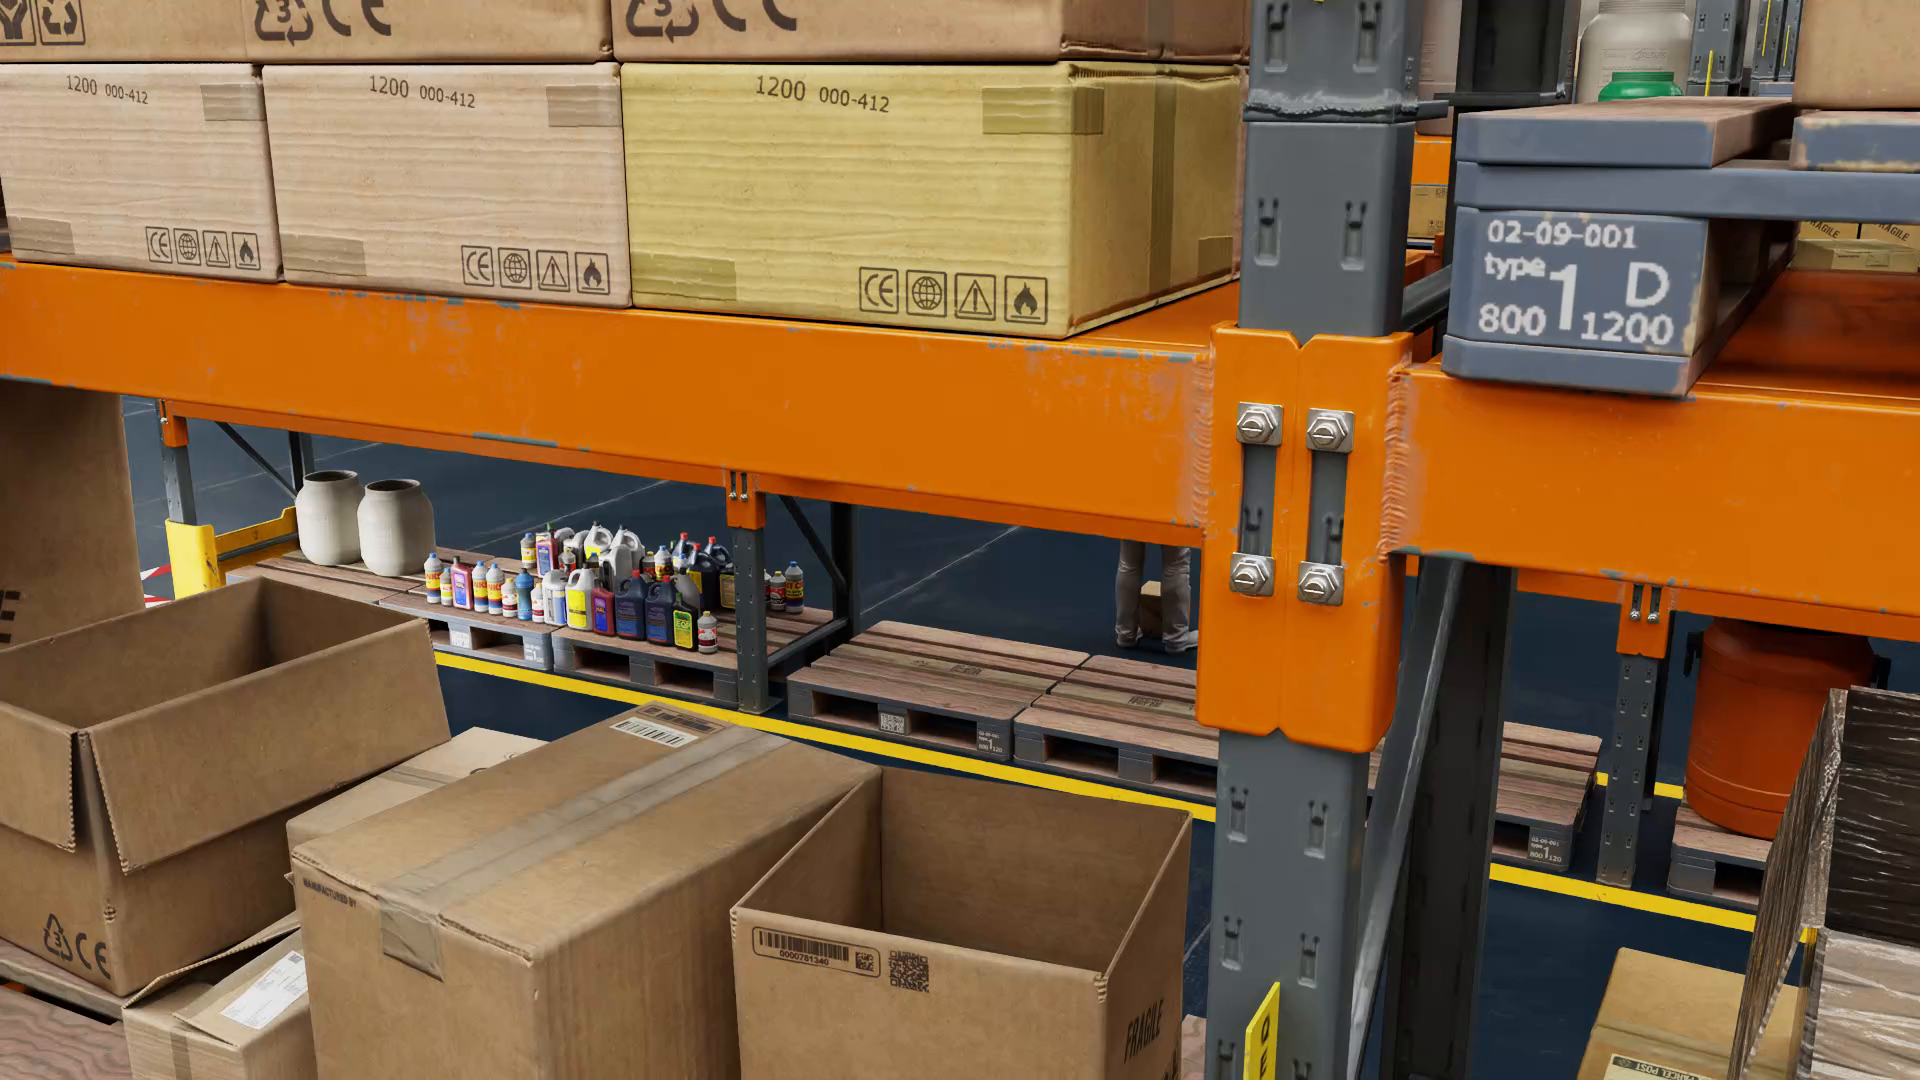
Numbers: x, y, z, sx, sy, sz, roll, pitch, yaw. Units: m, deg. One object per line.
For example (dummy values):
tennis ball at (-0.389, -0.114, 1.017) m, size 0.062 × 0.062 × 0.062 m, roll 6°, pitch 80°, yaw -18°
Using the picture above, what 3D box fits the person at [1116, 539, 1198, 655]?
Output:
person at (1.051, -0.273, 8.965) m, size 0.627 × 1.761 × 0.456 m, roll 8°, pitch 17°, yaw 26°
